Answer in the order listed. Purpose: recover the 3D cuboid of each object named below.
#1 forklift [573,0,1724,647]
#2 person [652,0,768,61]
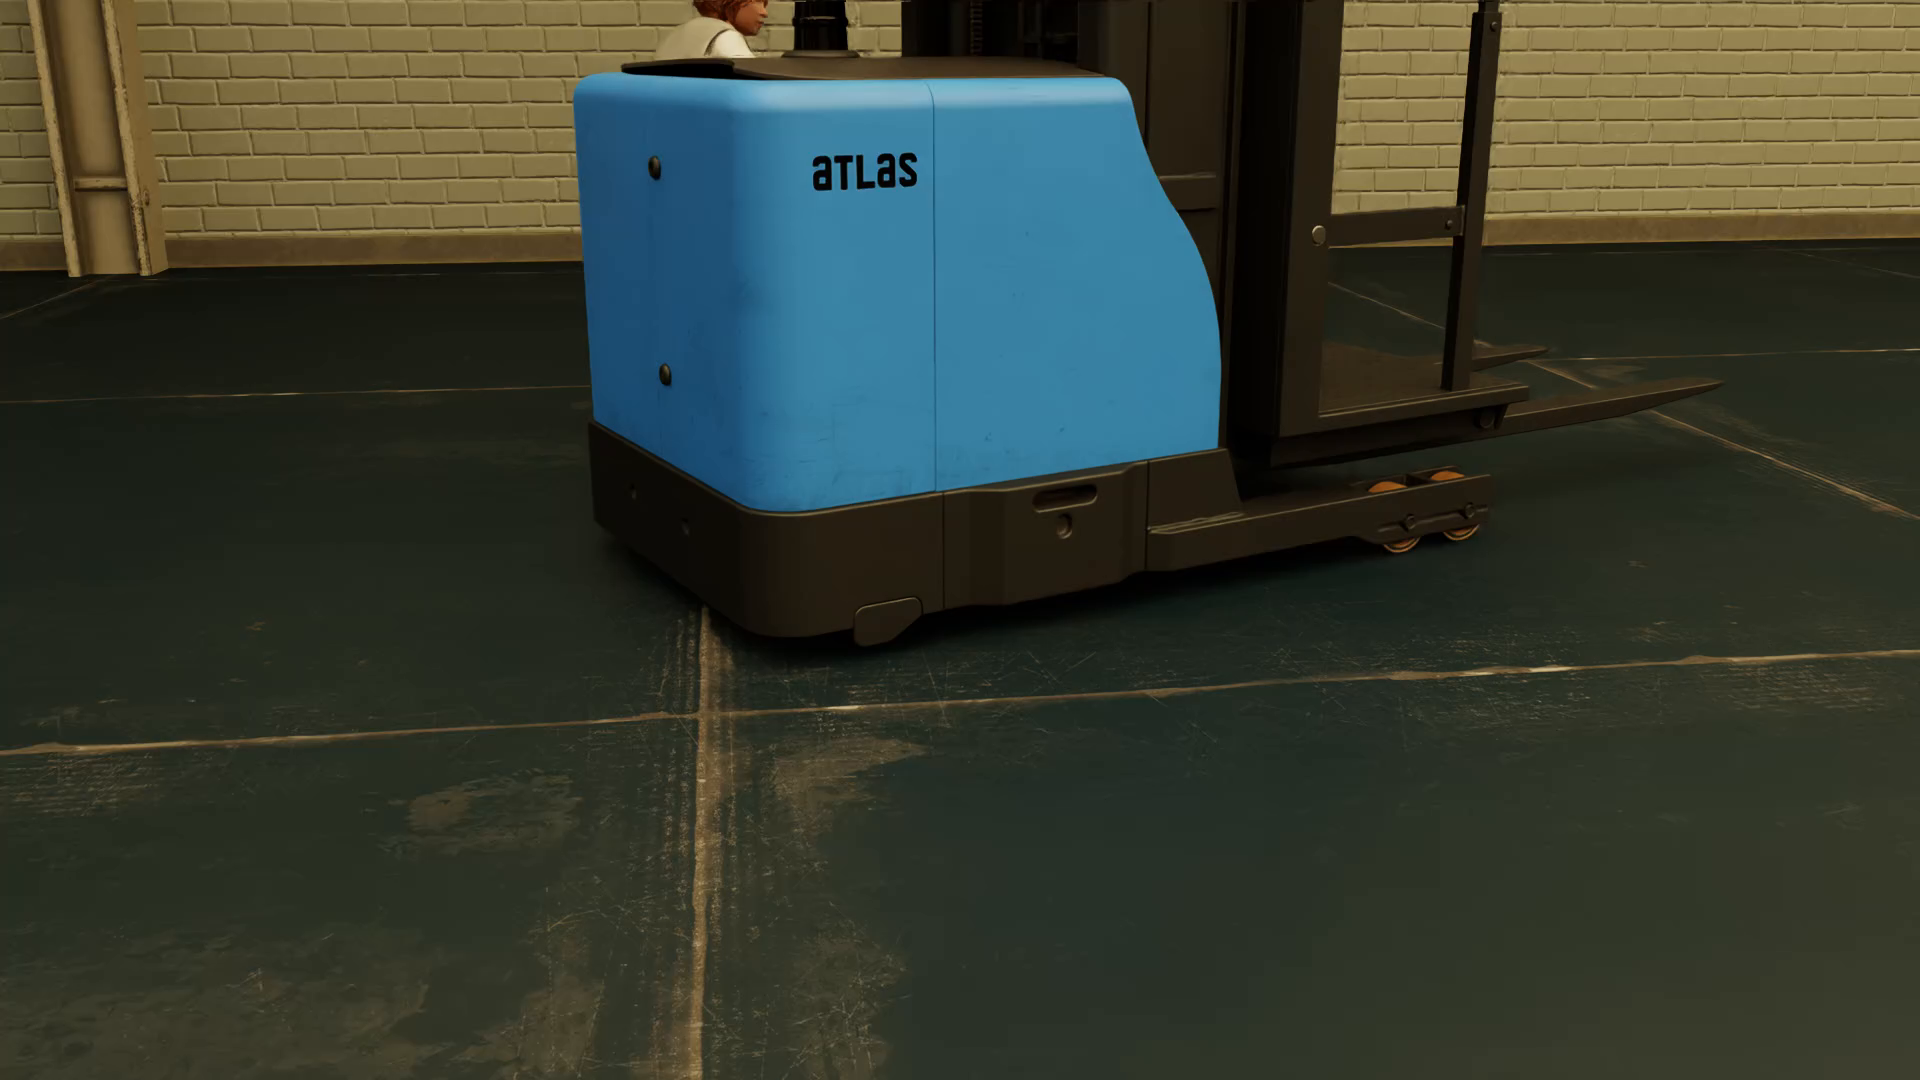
[{"bbox_3d":[0.675,-1.493,3.839,3.031,2.935,1.130,-10,19,-29],"label":"forklift"},{"bbox_3d":[-0.577,-1.032,4.990,0.848,1.368,0.820,9,19,27],"label":"person"}]
